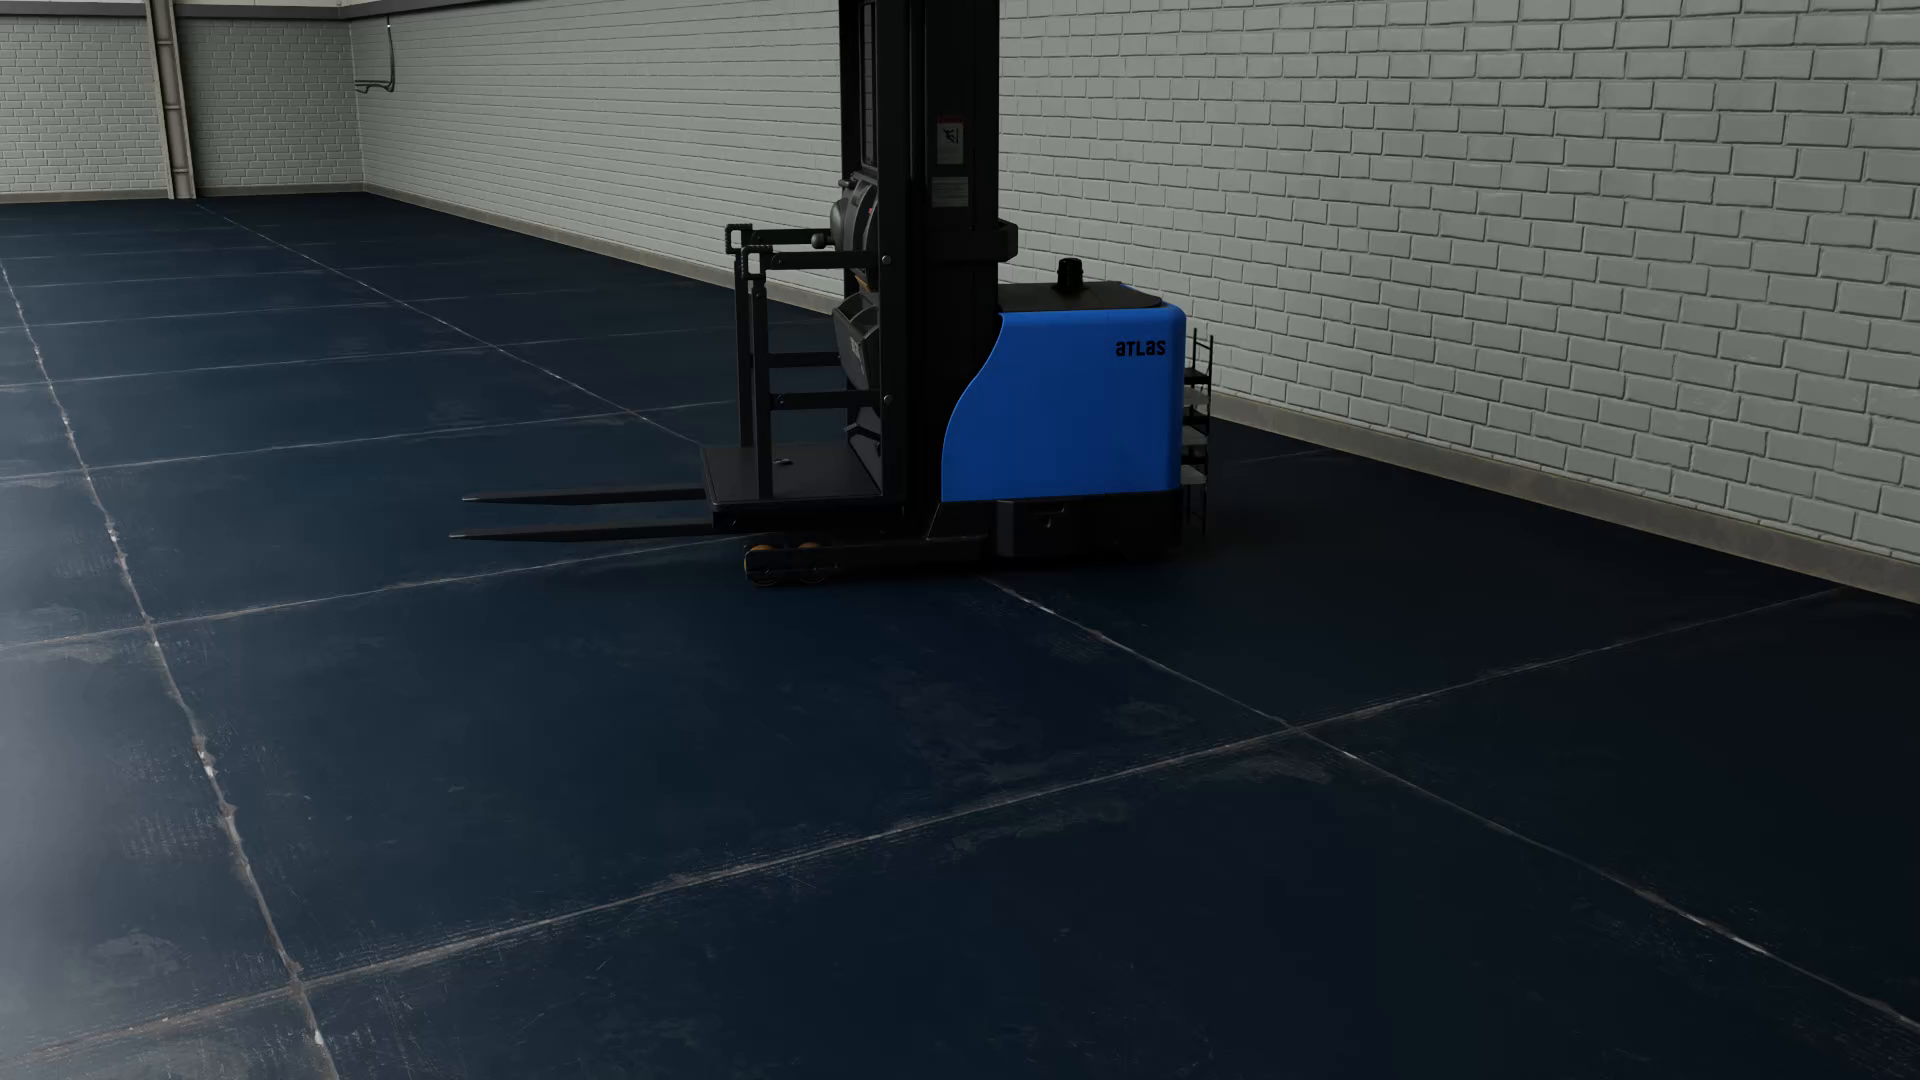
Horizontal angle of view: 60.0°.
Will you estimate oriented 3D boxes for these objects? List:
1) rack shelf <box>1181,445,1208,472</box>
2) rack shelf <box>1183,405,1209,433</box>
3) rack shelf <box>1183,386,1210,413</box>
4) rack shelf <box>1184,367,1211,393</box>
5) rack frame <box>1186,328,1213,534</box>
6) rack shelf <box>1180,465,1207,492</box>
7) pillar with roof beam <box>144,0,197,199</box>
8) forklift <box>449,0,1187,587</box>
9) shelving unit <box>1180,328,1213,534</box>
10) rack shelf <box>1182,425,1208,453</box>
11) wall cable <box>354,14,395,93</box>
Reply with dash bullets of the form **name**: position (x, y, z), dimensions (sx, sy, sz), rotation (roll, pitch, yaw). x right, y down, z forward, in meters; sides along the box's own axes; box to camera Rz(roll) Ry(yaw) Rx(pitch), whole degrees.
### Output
- **rack shelf**: position (0.979, -0.366, 7.505), dimensions (0.200, 0.077, 0.258), rotation (-3, 16, -11)
- **rack shelf**: position (0.979, -0.539, 7.457), dimensions (0.200, 0.077, 0.258), rotation (-3, 16, -11)
- **rack shelf**: position (0.979, -0.626, 7.432), dimensions (0.200, 0.077, 0.258), rotation (-3, 16, -11)
- **rack shelf**: position (0.979, -0.713, 7.408), dimensions (0.200, 0.077, 0.258), rotation (-3, 16, -11)
- **rack frame**: position (1.079, -0.490, 7.491), dimensions (0.006, 0.900, 0.240), rotation (-3, 16, -11)
- **rack shelf**: position (0.979, -0.279, 7.529), dimensions (0.200, 0.077, 0.258), rotation (-3, 16, -11)
- **pillar with roof beam**: position (-10.791, -9.059, 23.053), dimensions (0.400, 9.000, 9.100), rotation (-9, 18, -30)
- **forklift**: position (-0.618, -1.378, 6.895), dimensions (3.031, 2.935, 1.130), rotation (-3, 16, -11)
- **shelving unit**: position (0.979, -0.485, 7.472), dimensions (0.210, 0.900, 0.258), rotation (-3, 16, -11)
- **rack shelf**: position (0.979, -0.453, 7.481), dimensions (0.200, 0.077, 0.258), rotation (-3, 16, -11)
- **wall cable**: position (-9.802, -8.663, 27.395), dimensions (0.112, 2.526, 3.097), rotation (-9, 18, -30)
